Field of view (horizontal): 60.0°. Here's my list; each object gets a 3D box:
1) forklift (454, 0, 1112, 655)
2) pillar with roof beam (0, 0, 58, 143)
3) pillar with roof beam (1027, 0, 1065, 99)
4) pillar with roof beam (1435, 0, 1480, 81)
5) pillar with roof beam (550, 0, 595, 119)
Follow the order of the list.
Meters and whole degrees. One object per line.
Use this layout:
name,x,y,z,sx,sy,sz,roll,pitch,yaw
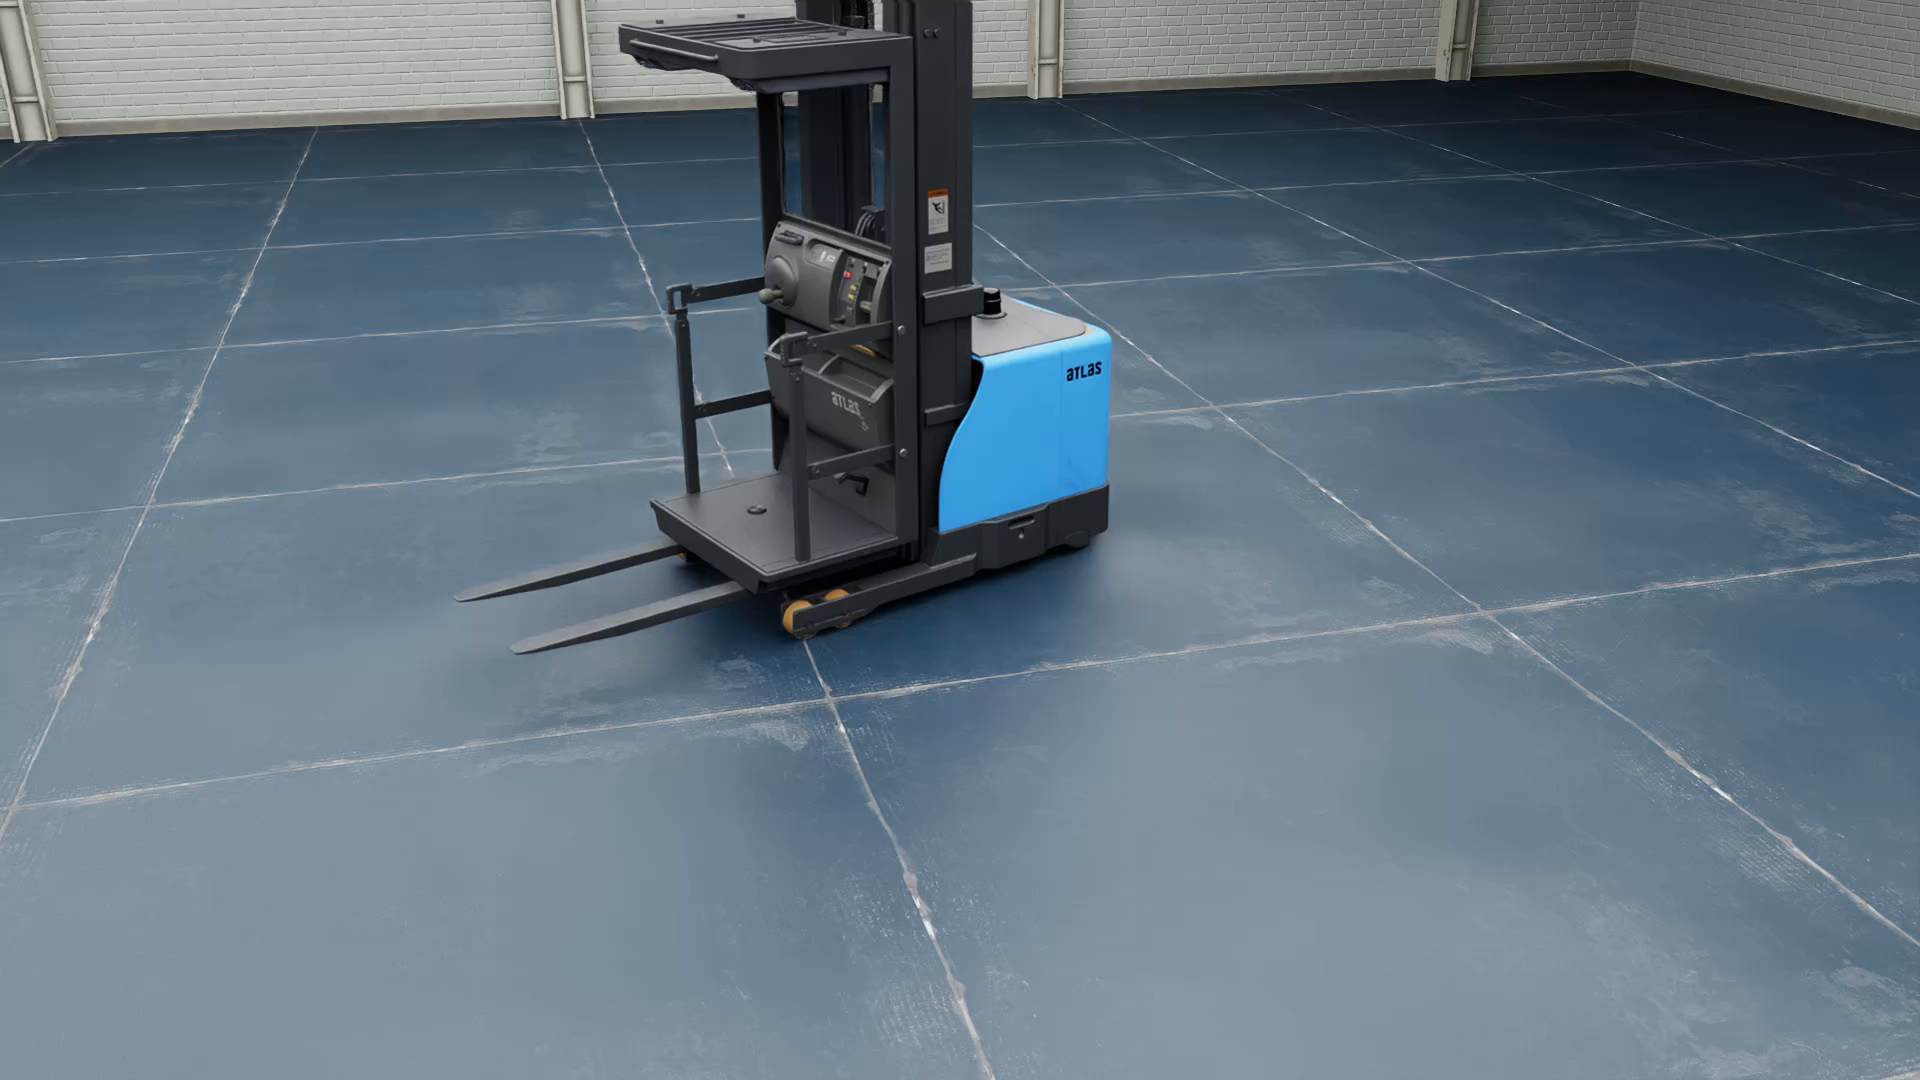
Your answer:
forklift,-0.756,-1.150,7.212,3.031,2.935,1.130,-16,28,-33
pillar with roof beam,-9.281,-7.032,13.226,0.400,9.000,9.100,-6,24,-14
pillar with roof beam,2.273,-8.310,16.205,0.400,9.000,9.100,-6,24,-14
pillar with roof beam,8.050,-8.949,17.695,0.400,9.000,9.100,-6,24,-14
pillar with roof beam,-3.504,-7.671,14.716,0.400,9.000,9.100,-6,24,-14
